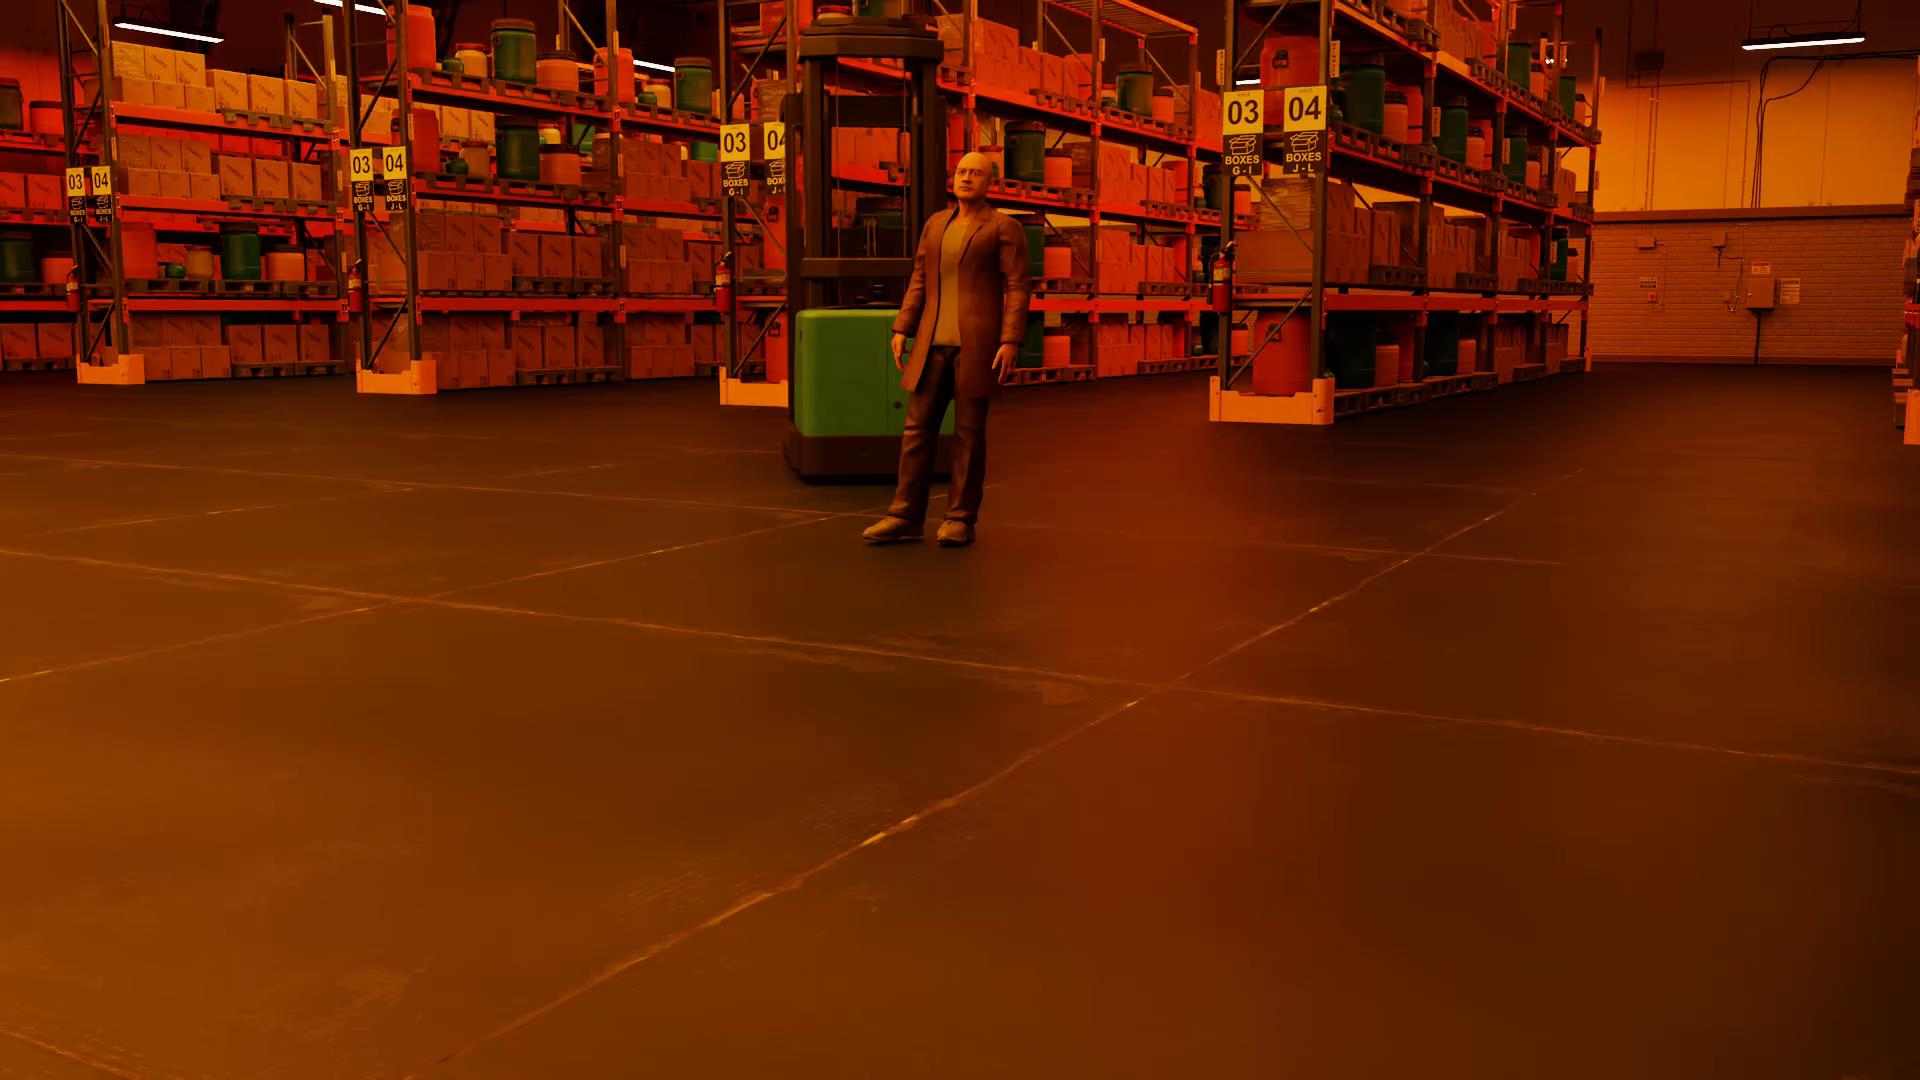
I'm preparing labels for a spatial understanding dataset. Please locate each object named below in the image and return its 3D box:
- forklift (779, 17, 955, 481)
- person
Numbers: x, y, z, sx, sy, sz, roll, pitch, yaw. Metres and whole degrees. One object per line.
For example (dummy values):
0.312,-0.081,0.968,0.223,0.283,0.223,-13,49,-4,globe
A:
-0.671,-1.989,11.508,1.130,2.935,3.031,-1,8,-9,forklift
-0.048,-0.876,7.614,0.696,1.777,0.579,4,9,29,person
